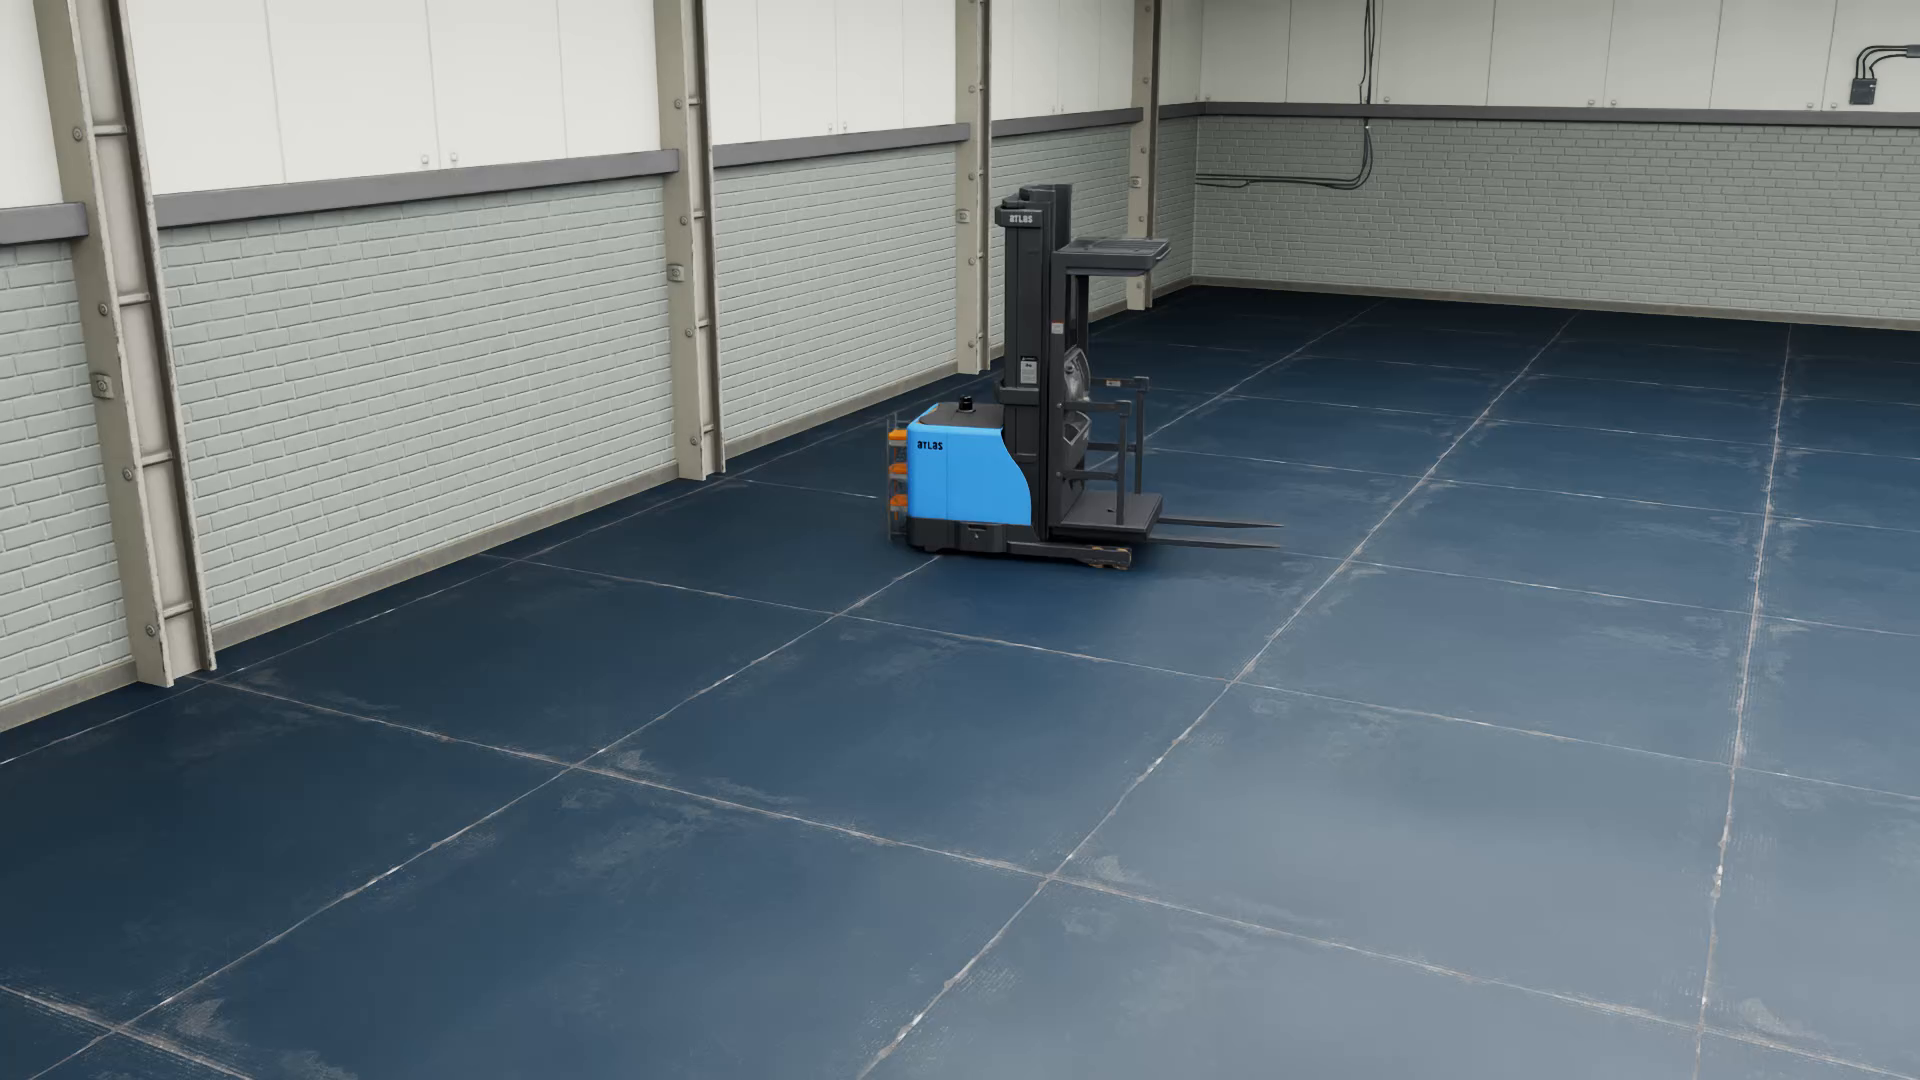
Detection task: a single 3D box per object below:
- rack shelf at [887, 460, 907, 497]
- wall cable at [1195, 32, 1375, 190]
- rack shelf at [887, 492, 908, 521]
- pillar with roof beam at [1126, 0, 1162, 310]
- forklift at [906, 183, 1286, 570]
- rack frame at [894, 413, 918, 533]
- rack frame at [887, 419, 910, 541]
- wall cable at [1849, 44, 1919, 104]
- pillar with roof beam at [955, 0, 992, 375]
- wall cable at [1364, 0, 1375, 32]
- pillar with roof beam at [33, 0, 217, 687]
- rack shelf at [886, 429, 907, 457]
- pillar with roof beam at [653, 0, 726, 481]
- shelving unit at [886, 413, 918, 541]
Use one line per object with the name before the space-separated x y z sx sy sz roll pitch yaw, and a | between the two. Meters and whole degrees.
rack shelf | -0.478 -0.512 13.940 0.215 0.259 0.240 4 17 13
wall cable | 5.344 -7.104 27.590 3.097 2.526 0.112 8 18 25
rack shelf | -0.478 -0.245 14.019 0.215 0.259 0.240 4 17 13
pillar with roof beam | 6.696 -7.462 23.343 9.100 9.000 0.400 8 18 25
forklift | 1.130 -1.336 13.375 3.031 2.935 1.130 4 17 13
rack frame | -0.450 -0.556 14.051 0.200 1.050 0.008 4 17 13
rack frame | -0.506 -0.488 13.823 0.200 1.050 0.008 4 17 13
wall cable | 13.830 -9.010 22.583 2.305 6.003 0.169 8 18 25
pillar with roof beam | 4.015 -5.934 18.198 9.100 9.000 0.400 8 18 25
wall cable | 7.765 -9.180 25.712 3.097 2.526 0.112 8 18 25
pillar with roof beam | -1.347 -2.877 7.907 9.100 9.000 0.400 8 18 25
rack shelf | -0.478 -0.784 13.859 0.215 0.259 0.240 4 17 13
pillar with roof beam | 1.334 -4.406 13.052 9.100 9.000 0.400 8 18 25
shelving unit | -0.478 -0.522 13.937 0.215 1.050 0.252 4 17 13
